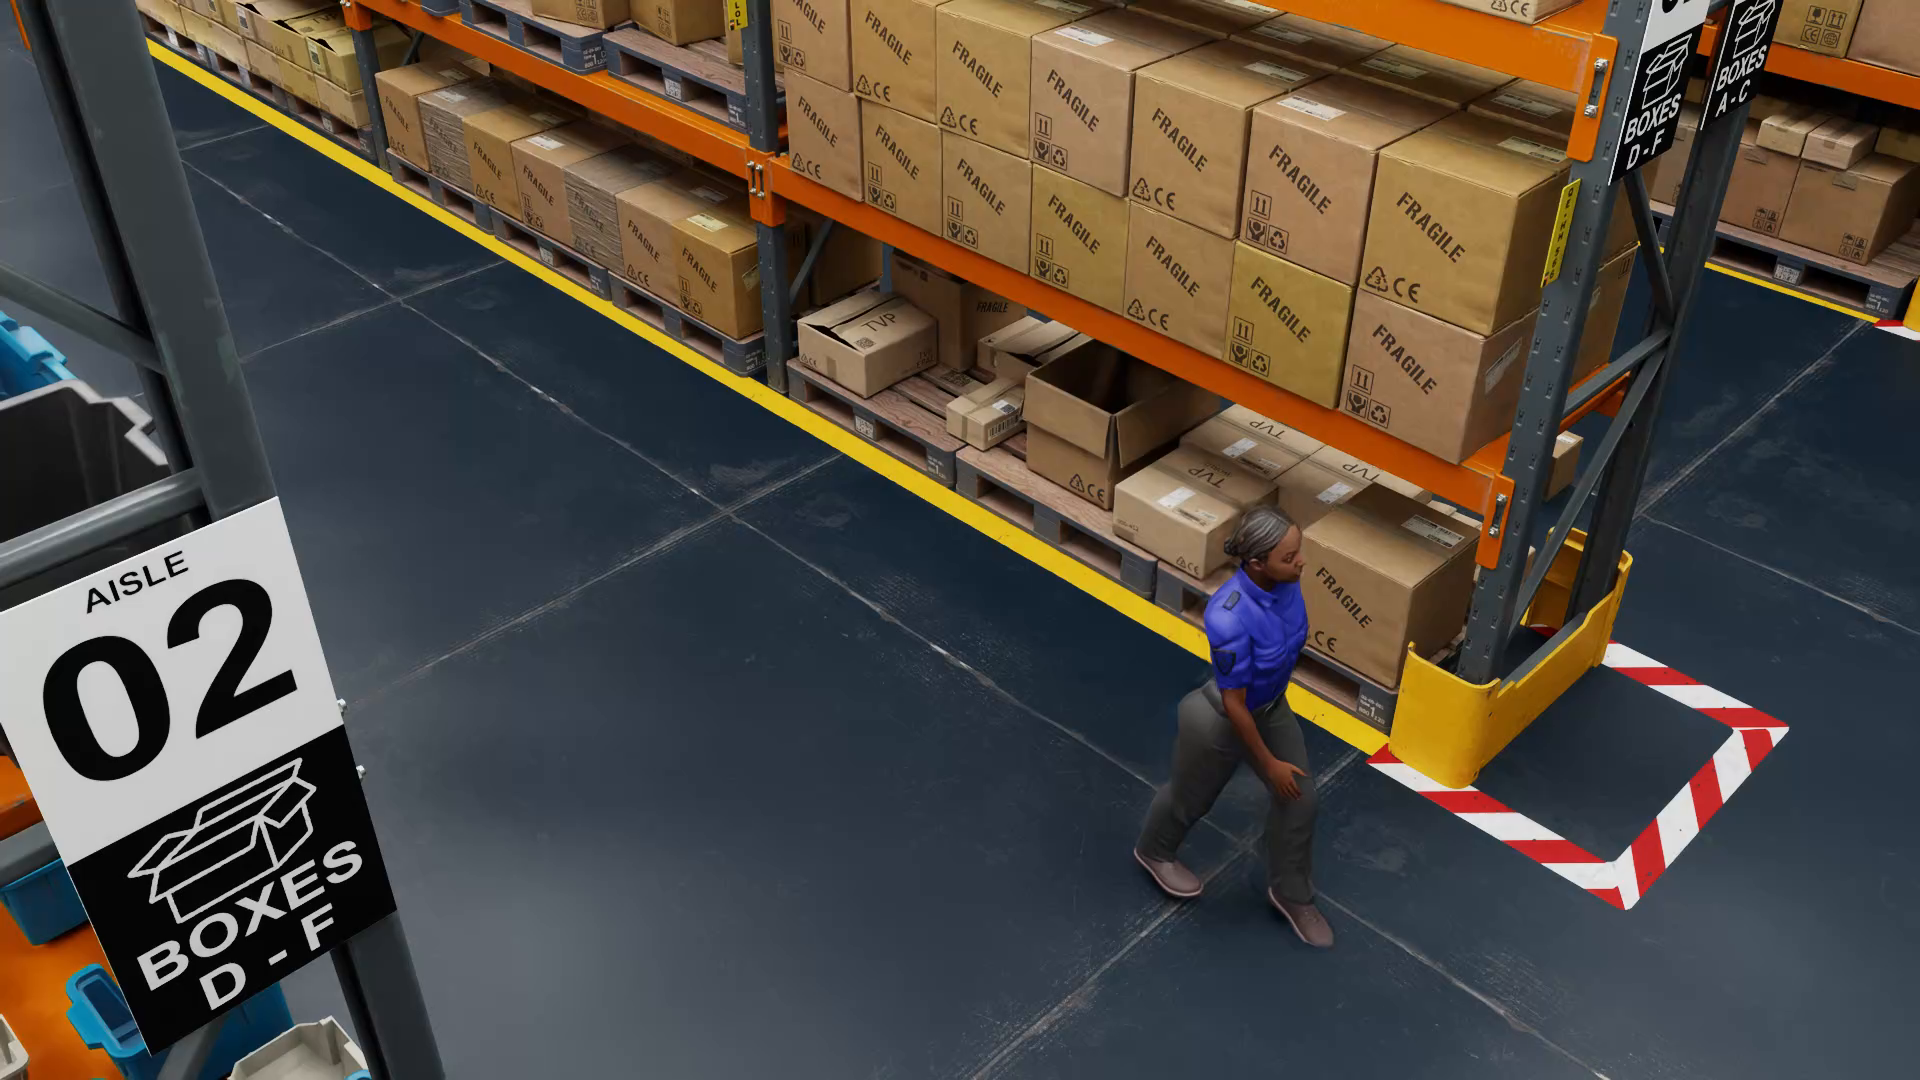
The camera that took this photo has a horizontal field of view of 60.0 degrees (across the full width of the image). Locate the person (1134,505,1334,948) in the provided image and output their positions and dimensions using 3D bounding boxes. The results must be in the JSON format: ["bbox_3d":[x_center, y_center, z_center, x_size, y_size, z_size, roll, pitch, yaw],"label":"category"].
[{"bbox_3d":[0.933,0.614,5.324,0.730,1.700,0.449,30,45,35],"label":"person"}]
